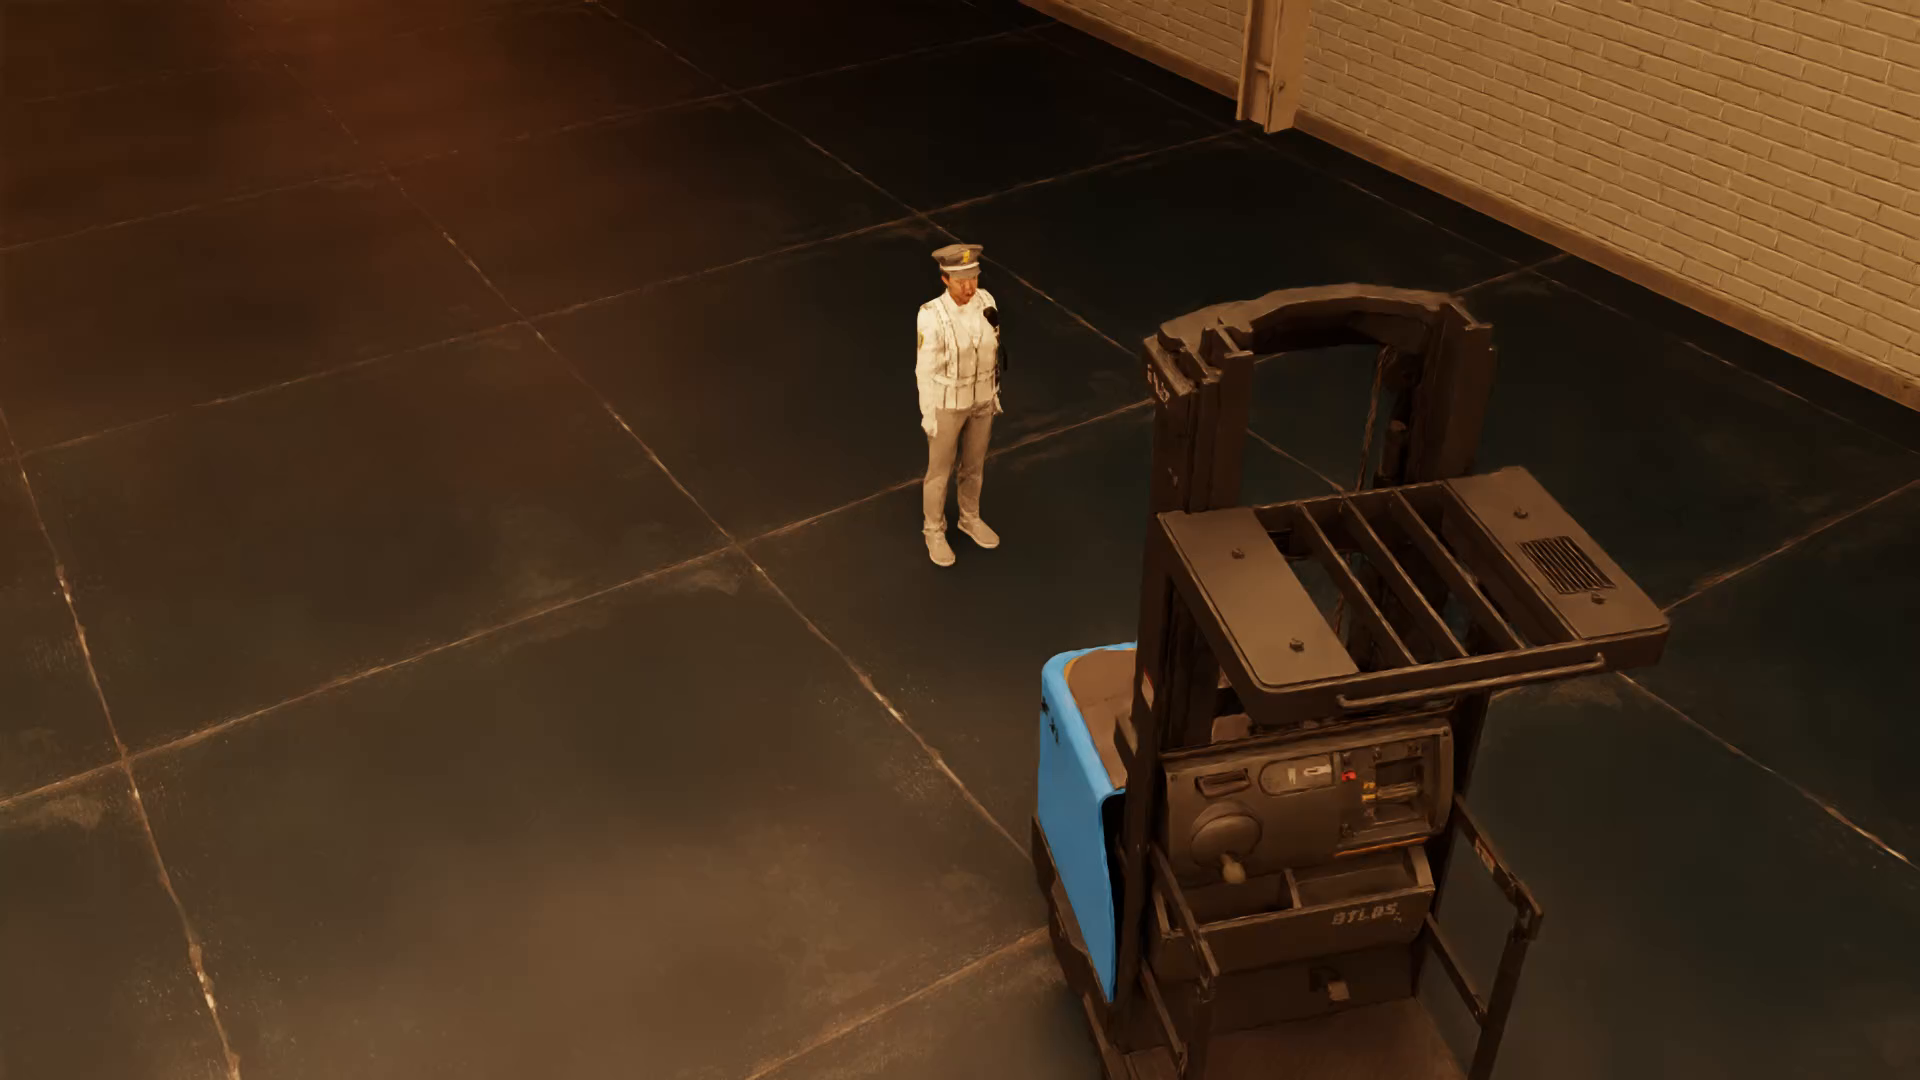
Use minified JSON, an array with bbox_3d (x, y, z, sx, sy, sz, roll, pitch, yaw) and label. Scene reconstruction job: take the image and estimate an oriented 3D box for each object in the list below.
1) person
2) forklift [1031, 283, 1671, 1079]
[{"bbox_3d":[0.009,-0.683,8.203,0.463,1.692,0.337,-21,40,-27],"label":"person"},{"bbox_3d":[1.122,0.869,4.911,1.130,2.935,3.031,-8,36,-11],"label":"forklift"}]
